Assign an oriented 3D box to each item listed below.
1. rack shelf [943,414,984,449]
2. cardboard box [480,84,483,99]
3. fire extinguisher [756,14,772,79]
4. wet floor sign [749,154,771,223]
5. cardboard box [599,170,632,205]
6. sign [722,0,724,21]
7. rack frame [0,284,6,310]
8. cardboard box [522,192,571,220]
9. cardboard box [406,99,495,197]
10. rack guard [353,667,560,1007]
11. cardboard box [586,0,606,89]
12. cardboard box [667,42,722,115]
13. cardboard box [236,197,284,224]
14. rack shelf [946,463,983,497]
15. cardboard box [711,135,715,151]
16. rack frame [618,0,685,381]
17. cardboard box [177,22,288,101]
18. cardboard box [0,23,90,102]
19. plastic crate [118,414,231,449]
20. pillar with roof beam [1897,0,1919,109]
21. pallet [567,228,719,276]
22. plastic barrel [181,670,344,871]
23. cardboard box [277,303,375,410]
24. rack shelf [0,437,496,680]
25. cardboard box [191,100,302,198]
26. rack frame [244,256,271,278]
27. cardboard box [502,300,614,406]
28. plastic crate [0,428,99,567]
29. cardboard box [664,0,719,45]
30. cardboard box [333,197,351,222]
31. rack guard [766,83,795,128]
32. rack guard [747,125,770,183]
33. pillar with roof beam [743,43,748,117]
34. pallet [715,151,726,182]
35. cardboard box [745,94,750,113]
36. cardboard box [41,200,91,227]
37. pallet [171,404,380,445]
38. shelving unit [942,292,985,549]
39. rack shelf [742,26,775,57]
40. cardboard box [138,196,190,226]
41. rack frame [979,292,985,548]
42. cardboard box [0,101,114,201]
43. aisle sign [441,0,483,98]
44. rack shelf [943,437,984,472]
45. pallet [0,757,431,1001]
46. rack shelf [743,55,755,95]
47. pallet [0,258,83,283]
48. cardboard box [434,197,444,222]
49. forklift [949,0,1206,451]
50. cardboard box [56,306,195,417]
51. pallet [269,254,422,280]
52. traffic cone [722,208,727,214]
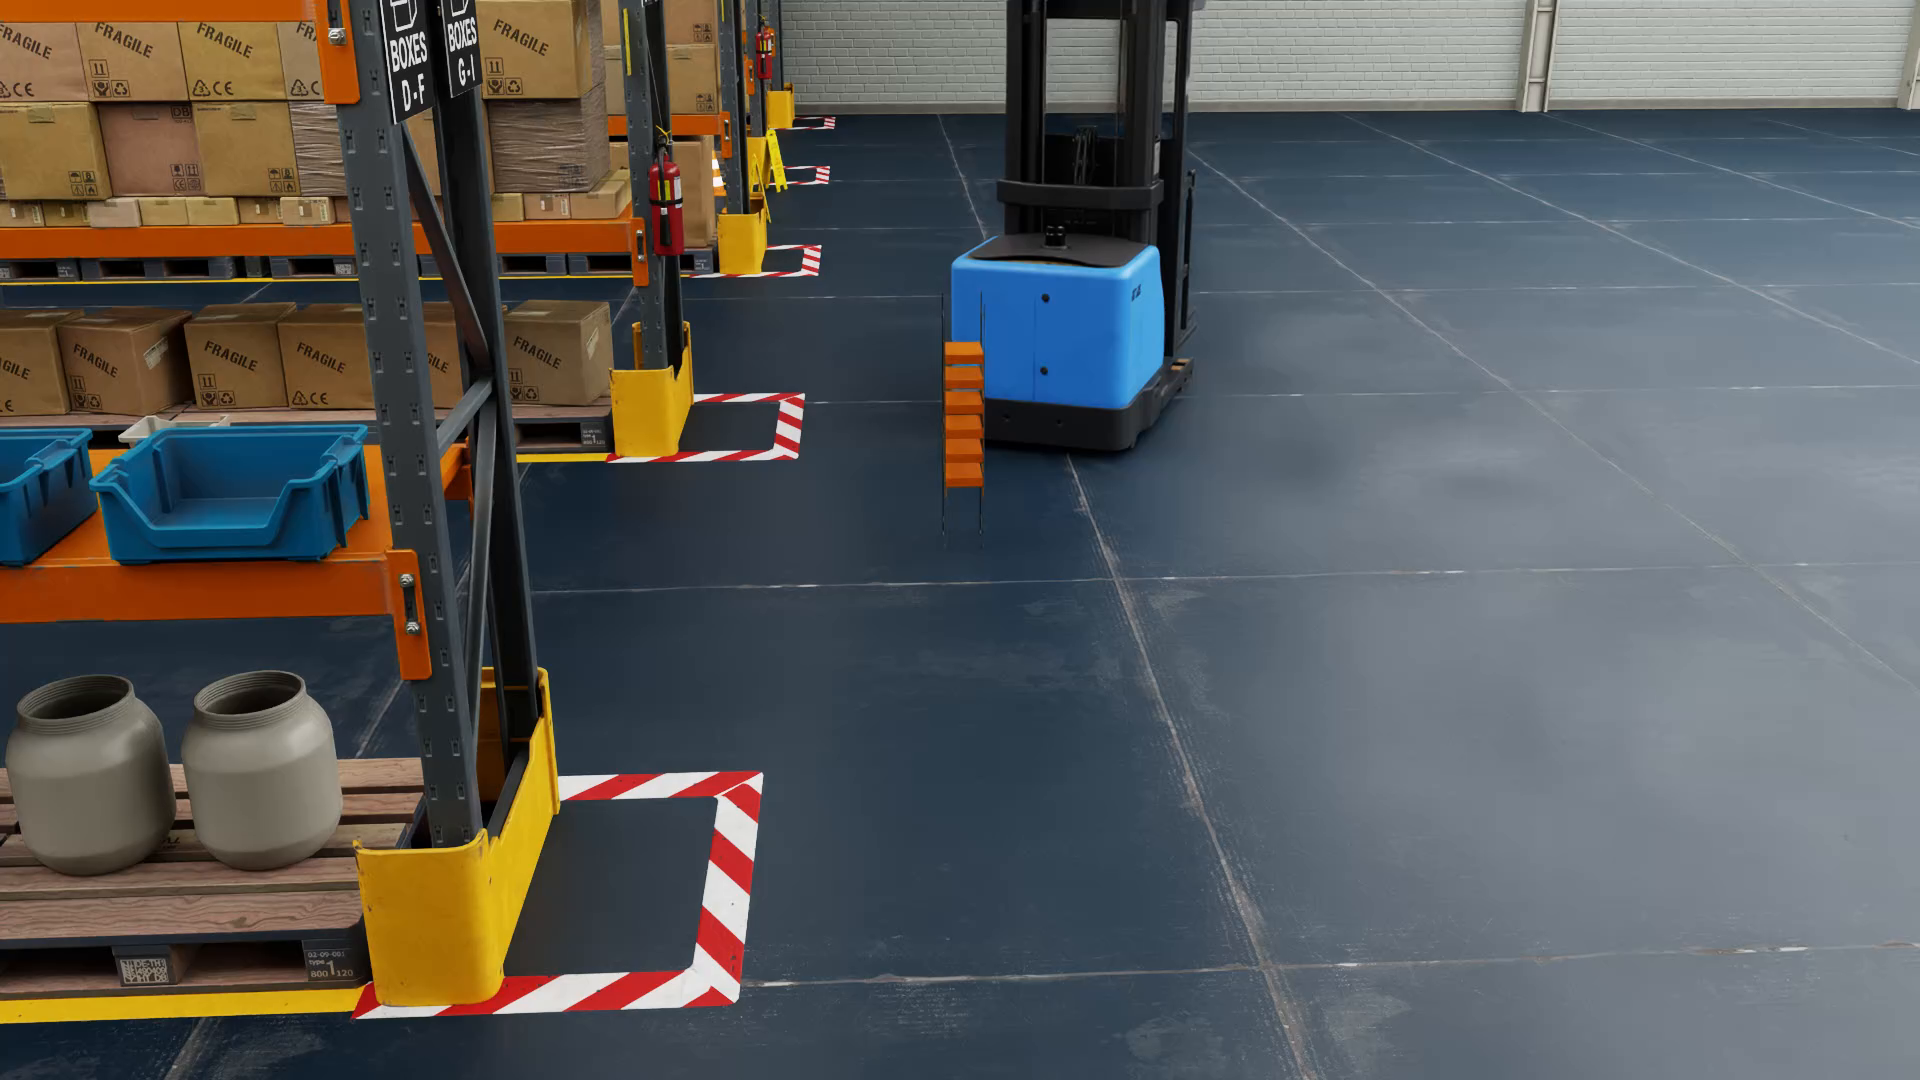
[{"bbox_3d":[0.014,-0.520,7.924,0.180,0.103,0.258,-1,21,-3],"label":"rack shelf"},{"bbox_3d":[-2.761,-2.619,8.819,0.500,0.500,0.500,-1,21,-3],"label":"cardboard box"},{"bbox_3d":[-2.152,-5.399,18.196,0.183,0.674,0.296,-1,21,-3],"label":"fire extinguisher"},{"bbox_3d":[-1.994,-3.444,16.261,0.232,0.644,0.267,-5,21,-12],"label":"wet floor sign"},{"bbox_3d":[-2.025,-2.038,9.612,0.250,0.149,0.380,-1,21,-3],"label":"cardboard box"},{"bbox_3d":[-1.892,-4.299,13.238,0.005,0.325,0.100,-1,21,-3],"label":"sign"},{"bbox_3d":[-5.721,-1.995,9.146,0.127,3.000,1.000,-1,21,-3],"label":"rack frame"},{"bbox_3d":[-2.250,-1.875,9.184,0.250,0.149,0.380,-1,21,-3],"label":"cardboard box"},{"bbox_3d":[-2.770,-2.208,9.147,0.500,0.500,0.875,-1,21,-3],"label":"cardboard box"},{"bbox_3d":[-1.518,0.869,5.135,0.348,0.500,1.175,-1,21,-3],"label":"rack guard"},{"bbox_3d":[-2.292,-2.815,9.336,0.500,0.500,0.500,-1,21,-3],"label":"cardboard box"},{"bbox_3d":[-2.277,-3.887,13.904,0.550,0.550,0.875,-1,21,-3],"label":"cardboard box"},{"bbox_3d":[-3.745,-1.832,9.070,0.250,0.149,0.380,-1,21,-3],"label":"cardboard box"},{"bbox_3d":[0.014,-0.295,8.009,0.180,0.103,0.258,-1,21,-3],"label":"rack shelf"},{"bbox_3d":[-3.114,-4.590,19.236,0.500,0.250,0.500,-1,21,-3],"label":"cardboard box"},{"bbox_3d":[-1.727,-2.077,9.360,0.127,3.000,1.000,-1,21,-3],"label":"rack frame"},{"bbox_3d":[-3.760,-2.602,8.776,0.500,0.500,0.500,-1,21,-3],"label":"cardboard box"},{"bbox_3d":[-4.758,-2.578,8.713,0.500,0.500,0.500,-1,21,-3],"label":"cardboard box"},{"bbox_3d":[-2.356,-0.290,5.038,0.250,0.136,0.298,-1,21,-3],"label":"plastic crate"},{"bbox_3d":[14.890,-9.306,19.917,0.400,9.000,9.100,-1,21,-3],"label":"pillar with roof beam"},{"bbox_3d":[-2.703,-2.493,14.373,1.213,0.211,1.003,-1,21,-3],"label":"pallet"},{"bbox_3d":[-2.097,0.690,5.000,0.421,0.512,0.421,0,21,0],"label":"plastic barrel"},{"bbox_3d":[-3.573,-1.068,9.632,0.500,0.500,0.500,1,21,2],"label":"cardboard box"},{"bbox_3d":[-3.441,0.060,4.760,4.000,0.370,1.077,-1,21,-3],"label":"rack shelf"},{"bbox_3d":[-3.772,-2.207,9.144,0.500,0.500,0.875,-1,21,-3],"label":"cardboard box"},{"bbox_3d":[-5.903,-3.759,13.779,0.127,3.000,1.000,-1,21,-3],"label":"rack frame"},{"bbox_3d":[-2.352,-1.098,9.712,0.500,0.500,0.500,3,21,7],"label":"cardboard box"},{"bbox_3d":[-2.576,-0.120,4.430,0.408,0.251,0.499,-1,21,-3],"label":"plastic crate"},{"bbox_3d":[-2.282,-4.422,13.790,0.550,0.550,0.875,-1,21,-3],"label":"cardboard box"},{"bbox_3d":[-3.247,-1.849,9.115,0.250,0.149,0.380,-1,21,-3],"label":"cardboard box"},{"bbox_3d":[-2.556,-6.192,23.683,0.348,0.500,1.175,-1,21,-3],"label":"rack guard"},{"bbox_3d":[-2.369,-4.427,19.047,0.348,0.500,1.175,-1,21,-3],"label":"rack guard"},{"bbox_3d":[-3.081,-8.941,18.957,0.400,9.000,9.100,-1,21,-3],"label":"pillar with roof beam"},{"bbox_3d":[-3.182,-4.288,19.088,1.213,0.211,1.003,-1,21,-3],"label":"pallet"},{"bbox_3d":[-3.031,-6.150,23.332,0.500,0.250,0.500,-1,21,-3],"label":"cardboard box"},{"bbox_3d":[-4.741,-1.799,8.984,0.250,0.149,0.380,-1,21,-3],"label":"cardboard box"},{"bbox_3d":[-3.831,-0.744,9.779,1.213,0.211,1.003,-1,21,-3],"label":"pallet"},{"bbox_3d":[0.014,-0.561,7.908,0.189,1.200,0.258,-1,21,-3],"label":"shelving unit"},{"bbox_3d":[-4.577,-6.983,23.258,4.000,0.370,1.077,-1,21,-3],"label":"rack shelf"},{"bbox_3d":[-4.242,-1.810,9.011,0.250,0.149,0.380,-1,21,-3],"label":"cardboard box"},{"bbox_3d":[0.106,-0.563,7.913,0.006,1.200,0.240,-1,21,-3],"label":"rack frame"},{"bbox_3d":[-4.767,-2.166,9.036,0.500,0.500,0.875,-1,21,-3],"label":"cardboard box"},{"bbox_3d":[-1.389,-1.638,4.553,0.004,0.787,0.394,-1,21,-3],"label":"aisle sign"},{"bbox_3d":[0.014,-0.407,7.967,0.180,0.103,0.258,-1,21,-3],"label":"rack shelf"},{"bbox_3d":[-2.329,1.019,5.148,1.213,0.211,1.003,-1,21,-3],"label":"pallet"},{"bbox_3d":[-4.290,-5.220,18.627,4.000,0.370,1.077,-1,21,-3],"label":"rack shelf"},{"bbox_3d":[-7.890,-2.388,14.096,1.213,0.211,1.003,-1,21,-3],"label":"pallet"},{"bbox_3d":[-2.747,-1.852,9.123,0.250,0.149,0.380,-1,21,-3],"label":"cardboard box"},{"bbox_3d":[0.884,-2.355,10.186,1.130,2.935,3.031,7,22,17],"label":"forklift"},{"bbox_3d":[-4.748,-1.032,9.538,0.500,0.500,0.500,5,22,14],"label":"cardboard box"},{"bbox_3d":[-5.139,-2.444,14.243,1.213,0.211,1.003,-1,21,-3],"label":"pallet"},{"bbox_3d":[-2.246,-3.557,16.813,0.334,0.463,0.336,-1,21,-3],"label":"traffic cone"}]
